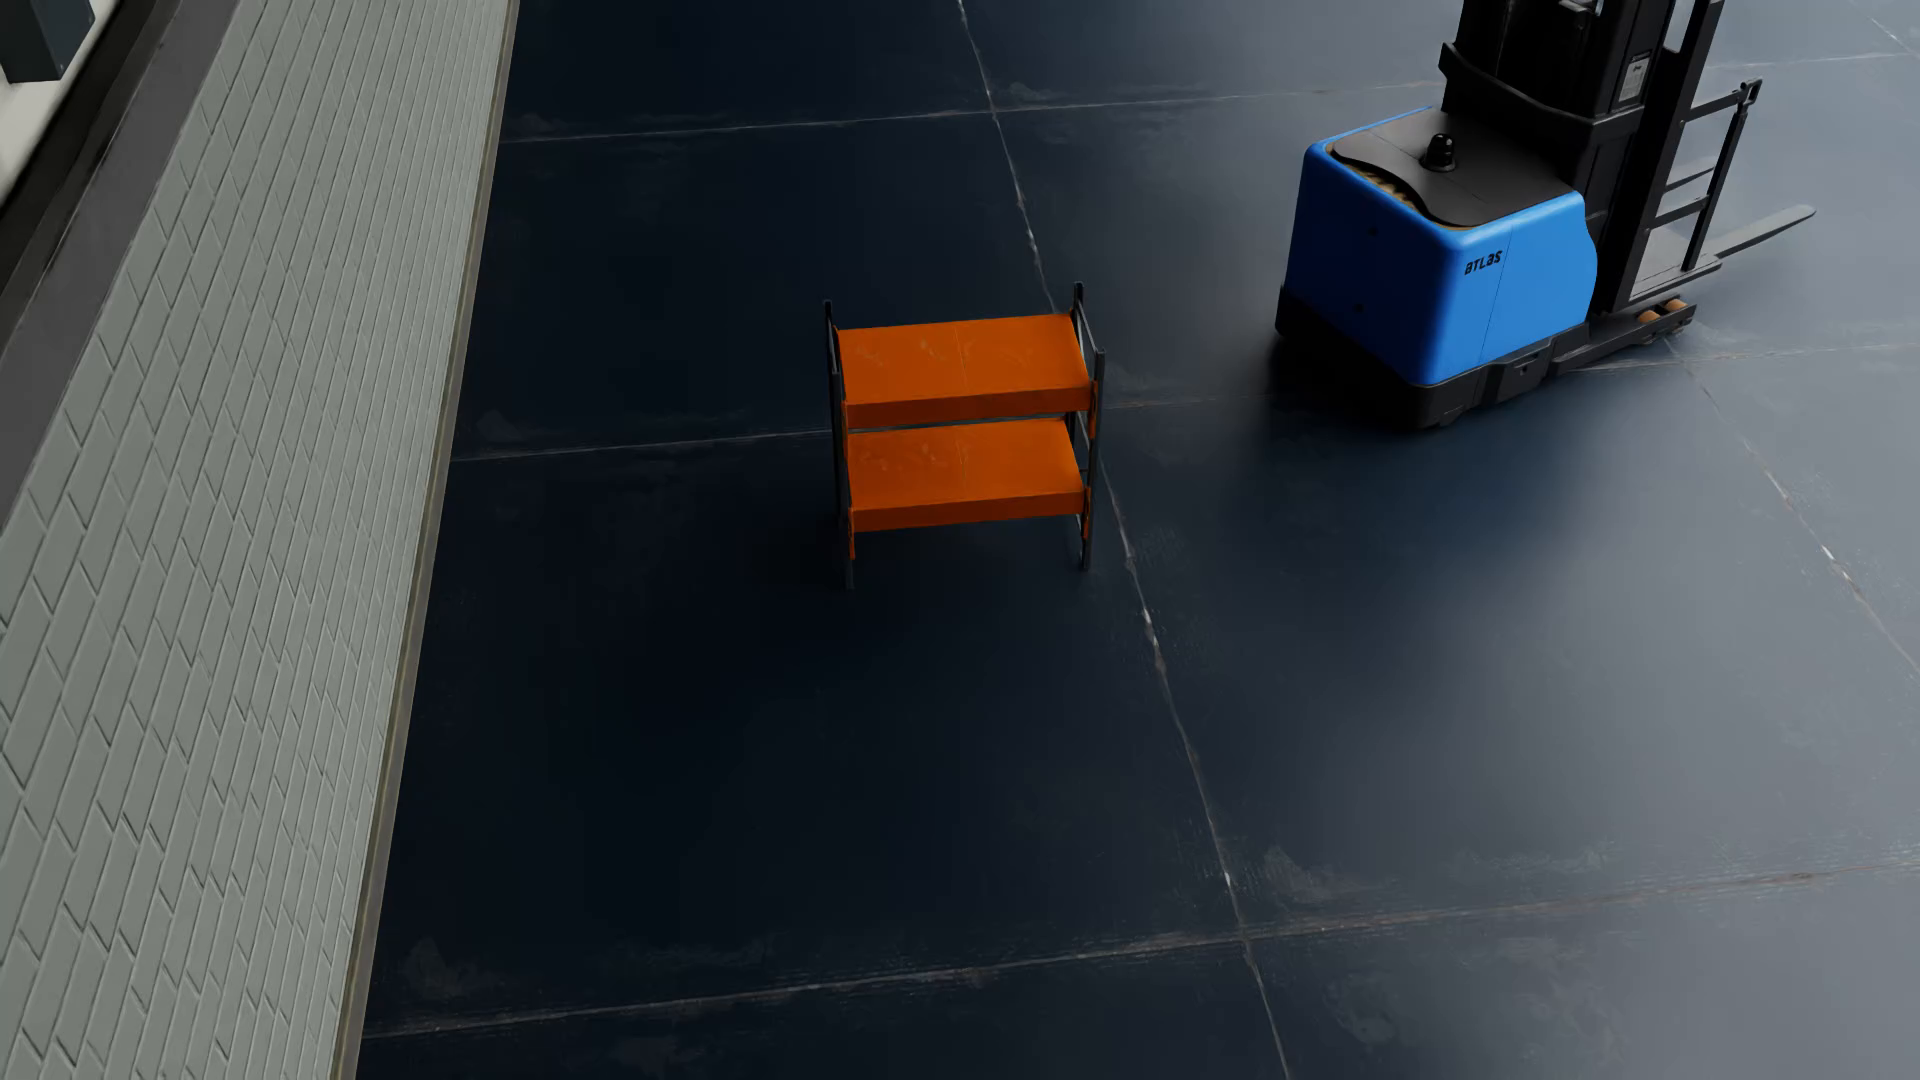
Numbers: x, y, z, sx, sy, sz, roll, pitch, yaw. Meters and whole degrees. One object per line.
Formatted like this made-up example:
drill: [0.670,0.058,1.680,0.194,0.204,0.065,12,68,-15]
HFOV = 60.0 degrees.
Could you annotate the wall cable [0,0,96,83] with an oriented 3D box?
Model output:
wall cable: [-2.114,-3.976,2.400,0.169,6.003,2.305,-5,42,-6]

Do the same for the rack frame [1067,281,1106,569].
rack frame: [0.511,-0.462,6.923,0.032,1.125,0.500,-5,42,-6]

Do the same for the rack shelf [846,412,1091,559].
rack shelf: [0.007,-0.237,7.038,1.000,0.278,0.538,-5,42,-6]

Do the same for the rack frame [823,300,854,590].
rack frame: [-0.497,-0.374,6.825,0.032,1.125,0.500,-5,42,-6]

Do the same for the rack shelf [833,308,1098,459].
rack shelf: [0.007,-0.636,6.678,1.000,0.278,0.538,-5,42,-6]

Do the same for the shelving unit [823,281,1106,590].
shelving unit: [0.007,-0.418,6.874,1.048,1.125,0.538,-5,42,-6]

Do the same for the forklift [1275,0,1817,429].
forklift: [3.104,-2.349,7.666,3.031,2.935,1.130,-22,47,-23]
